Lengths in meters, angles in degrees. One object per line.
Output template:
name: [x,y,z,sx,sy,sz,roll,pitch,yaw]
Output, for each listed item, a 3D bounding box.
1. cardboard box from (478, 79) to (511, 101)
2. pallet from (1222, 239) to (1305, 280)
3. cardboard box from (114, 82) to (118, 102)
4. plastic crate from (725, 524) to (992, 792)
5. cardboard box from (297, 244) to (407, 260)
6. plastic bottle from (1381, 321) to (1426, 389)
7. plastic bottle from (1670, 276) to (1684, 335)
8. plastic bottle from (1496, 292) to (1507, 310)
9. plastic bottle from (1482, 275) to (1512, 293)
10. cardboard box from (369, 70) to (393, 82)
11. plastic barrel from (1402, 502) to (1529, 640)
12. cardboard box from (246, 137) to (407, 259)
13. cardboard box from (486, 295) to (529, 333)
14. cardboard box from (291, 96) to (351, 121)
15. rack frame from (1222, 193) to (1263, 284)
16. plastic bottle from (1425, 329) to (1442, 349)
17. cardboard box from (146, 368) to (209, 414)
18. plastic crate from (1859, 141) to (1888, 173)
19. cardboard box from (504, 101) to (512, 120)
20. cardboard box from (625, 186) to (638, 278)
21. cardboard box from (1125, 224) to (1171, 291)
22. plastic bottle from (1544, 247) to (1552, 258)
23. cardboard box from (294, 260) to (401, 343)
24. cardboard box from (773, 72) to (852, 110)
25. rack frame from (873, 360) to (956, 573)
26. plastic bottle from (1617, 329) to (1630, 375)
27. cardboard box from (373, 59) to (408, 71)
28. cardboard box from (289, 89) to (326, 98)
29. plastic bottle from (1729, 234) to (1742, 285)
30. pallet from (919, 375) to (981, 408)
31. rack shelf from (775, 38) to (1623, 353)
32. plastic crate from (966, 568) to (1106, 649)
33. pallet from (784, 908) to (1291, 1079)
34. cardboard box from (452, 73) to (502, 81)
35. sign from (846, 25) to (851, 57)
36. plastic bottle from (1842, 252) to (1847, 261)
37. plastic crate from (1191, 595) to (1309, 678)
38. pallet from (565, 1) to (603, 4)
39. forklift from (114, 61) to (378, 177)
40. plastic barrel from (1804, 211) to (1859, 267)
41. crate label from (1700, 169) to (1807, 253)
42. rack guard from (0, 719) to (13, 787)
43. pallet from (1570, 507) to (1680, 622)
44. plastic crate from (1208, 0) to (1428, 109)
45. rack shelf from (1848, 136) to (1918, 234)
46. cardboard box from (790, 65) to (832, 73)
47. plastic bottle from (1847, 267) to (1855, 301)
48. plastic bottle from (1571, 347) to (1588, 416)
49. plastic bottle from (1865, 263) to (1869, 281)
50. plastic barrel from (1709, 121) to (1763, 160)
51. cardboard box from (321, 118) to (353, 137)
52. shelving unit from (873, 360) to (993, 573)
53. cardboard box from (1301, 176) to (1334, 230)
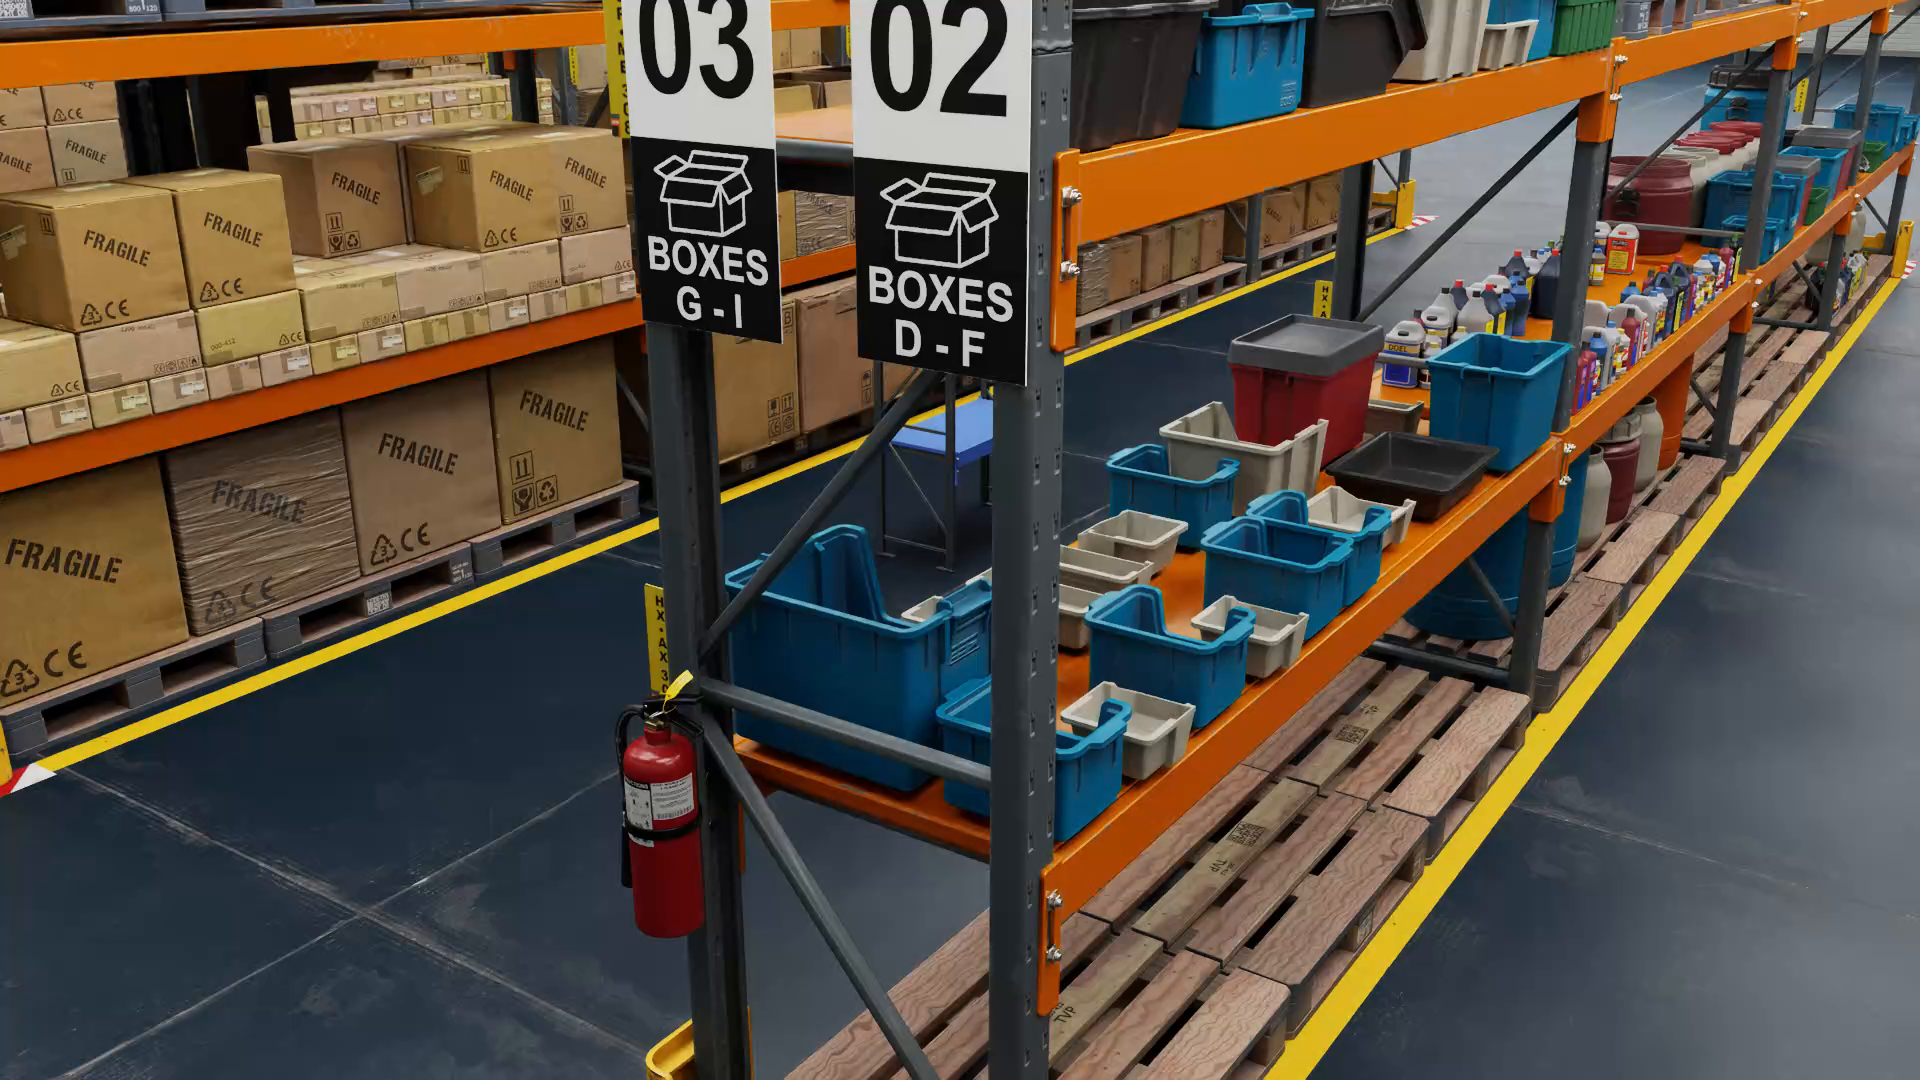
cardboard box: [-3.929,-3.869,14.299,0.380,0.149,0.250,13,24,31]
pallet: [2.753,-2.855,16.680,1.003,0.211,1.213,13,24,32]
cardboard box: [-8.658,-4.425,16.401,0.500,0.250,0.500,13,24,30]
plastic crate: [-0.211,0.268,4.079,0.616,0.435,0.499,13,24,32]
cardboard box: [-3.143,-1.362,8.411,0.500,0.250,0.500,14,24,33]
plastic bottle: [1.958,-0.820,7.338,0.152,0.276,0.135,13,24,32]
plastic bottle: [3.556,-1.177,8.291,0.061,0.283,0.133,13,24,32]
plastic bottle: [2.560,-1.049,7.962,0.097,0.271,0.097,0,20,0]
plastic bottle: [2.653,-1.175,8.296,0.152,0.276,0.135,13,24,32]
cardboard box: [-6.755,-5.339,19.132,0.380,0.149,0.250,14,25,33]
plastic barrel: [2.324,-0.068,7.544,0.600,0.901,0.708,13,24,32]
cardboard box: [-3.145,-1.712,8.275,0.500,0.500,0.500,12,24,30]
cardboard box: [-2.427,-1.178,8.487,0.380,0.149,0.250,14,24,33]
cardboard box: [-4.952,-3.345,12.883,0.380,0.149,0.250,13,24,31]
rack frame: [2.405,-3.964,15.657,1.000,3.000,0.127,13,24,32]
plastic bottle: [2.126,-0.850,7.526,0.097,0.201,0.097,0,20,0]
cardboard box: [-3.436,-0.663,7.095,0.380,0.149,0.250,13,24,31]
plastic crate: [7.497,-3.233,13.986,0.450,0.188,0.662,13,24,32]
cardboard box: [-3.939,-3.723,14.335,0.380,0.149,0.250,14,25,34]
cardboard box: [-1.627,-1.798,9.659,0.500,0.500,0.500,13,24,32]
cardboard box: [1.444,-2.532,14.755,0.700,0.500,0.500,11,23,27]
plastic bottle: [3.189,-1.463,9.083,0.097,0.271,0.097,0,20,0]
cardboard box: [-2.987,-1.119,7.755,0.500,0.250,0.500,13,24,31]
cardboard box: [-1.009,-2.747,10.776,0.797,0.503,0.637,14,25,34]
rack frame: [-0.238,-0.582,8.677,0.500,1.500,0.032,13,24,32]
plastic bottle: [2.982,-0.856,7.543,0.097,0.201,0.097,0,20,0]
cardboard box: [-6.728,-5.662,19.071,0.500,0.500,0.500,12,24,30]
cardboard box: [-5.340,-3.550,13.437,0.380,0.149,0.250,12,23,29]
plastic bottle: [4.378,-1.596,9.424,0.061,0.283,0.133,13,24,32]
pallet: [-0.349,-1.297,12.466,1.003,0.211,1.213,13,24,32]
rack shelf: [0.879,-1.198,4.893,1.077,0.370,4.000,13,24,32]
plastic crate: [0.239,0.191,4.718,0.396,0.136,0.243,13,24,32]
pallet: [0.251,1.524,4.840,1.003,0.211,1.213,13,24,32]
cardboard box: [-4.312,-4.074,14.855,0.380,0.149,0.250,13,24,32]
sign: [-1.186,-5.363,17.884,0.100,0.325,0.005,13,24,32]
plastic bottle: [7.827,-2.419,14.762,0.061,0.283,0.133,13,24,32]
plastic crate: [0.796,0.264,4.522,0.250,0.136,0.298,13,24,32]
pallet: [-1.618,-3.258,9.701,0.805,0.209,1.217,12,24,30]
forklift: [-4.254,-1.999,10.444,1.130,2.935,3.031,13,24,31]
plastic barrel: [8.161,-2.828,15.567,0.421,0.512,0.421,0,20,0]
crate label: [5.035,-2.099,10.564,0.502,0.435,0.616,13,24,32]
rack guard: [-4.355,0.659,6.764,1.175,0.500,0.348,13,24,32]
pallet: [3.157,0.041,8.850,1.003,0.211,1.213,13,24,32]
plastic crate: [0.841,-1.317,4.268,0.504,0.338,0.767,13,24,32]
rack shelf: [7.625,-3.234,14.721,1.077,0.370,4.000,13,24,32]
cardboard box: [-1.713,-4.805,17.787,0.500,0.500,0.500,13,24,32]
plastic bottle: [7.531,-2.174,14.100,0.061,0.283,0.133,15,25,34]
plastic bottle: [2.563,-0.670,6.920,0.061,0.283,0.133,13,24,32]
plastic bottle: [8.080,-2.427,14.901,0.097,0.201,0.097,0,20,0]
plastic barrel: [5.782,-2.830,12.395,0.433,0.535,0.433,0,20,0]
cardboard box: [-4.952,-3.208,12.942,0.380,0.149,0.250,14,25,34]
shelving unit: [0.048,-0.728,9.071,0.538,1.500,1.048,13,24,32]
cardboard box: [3.613,-3.606,17.687,0.500,0.500,0.500,16,26,37]
